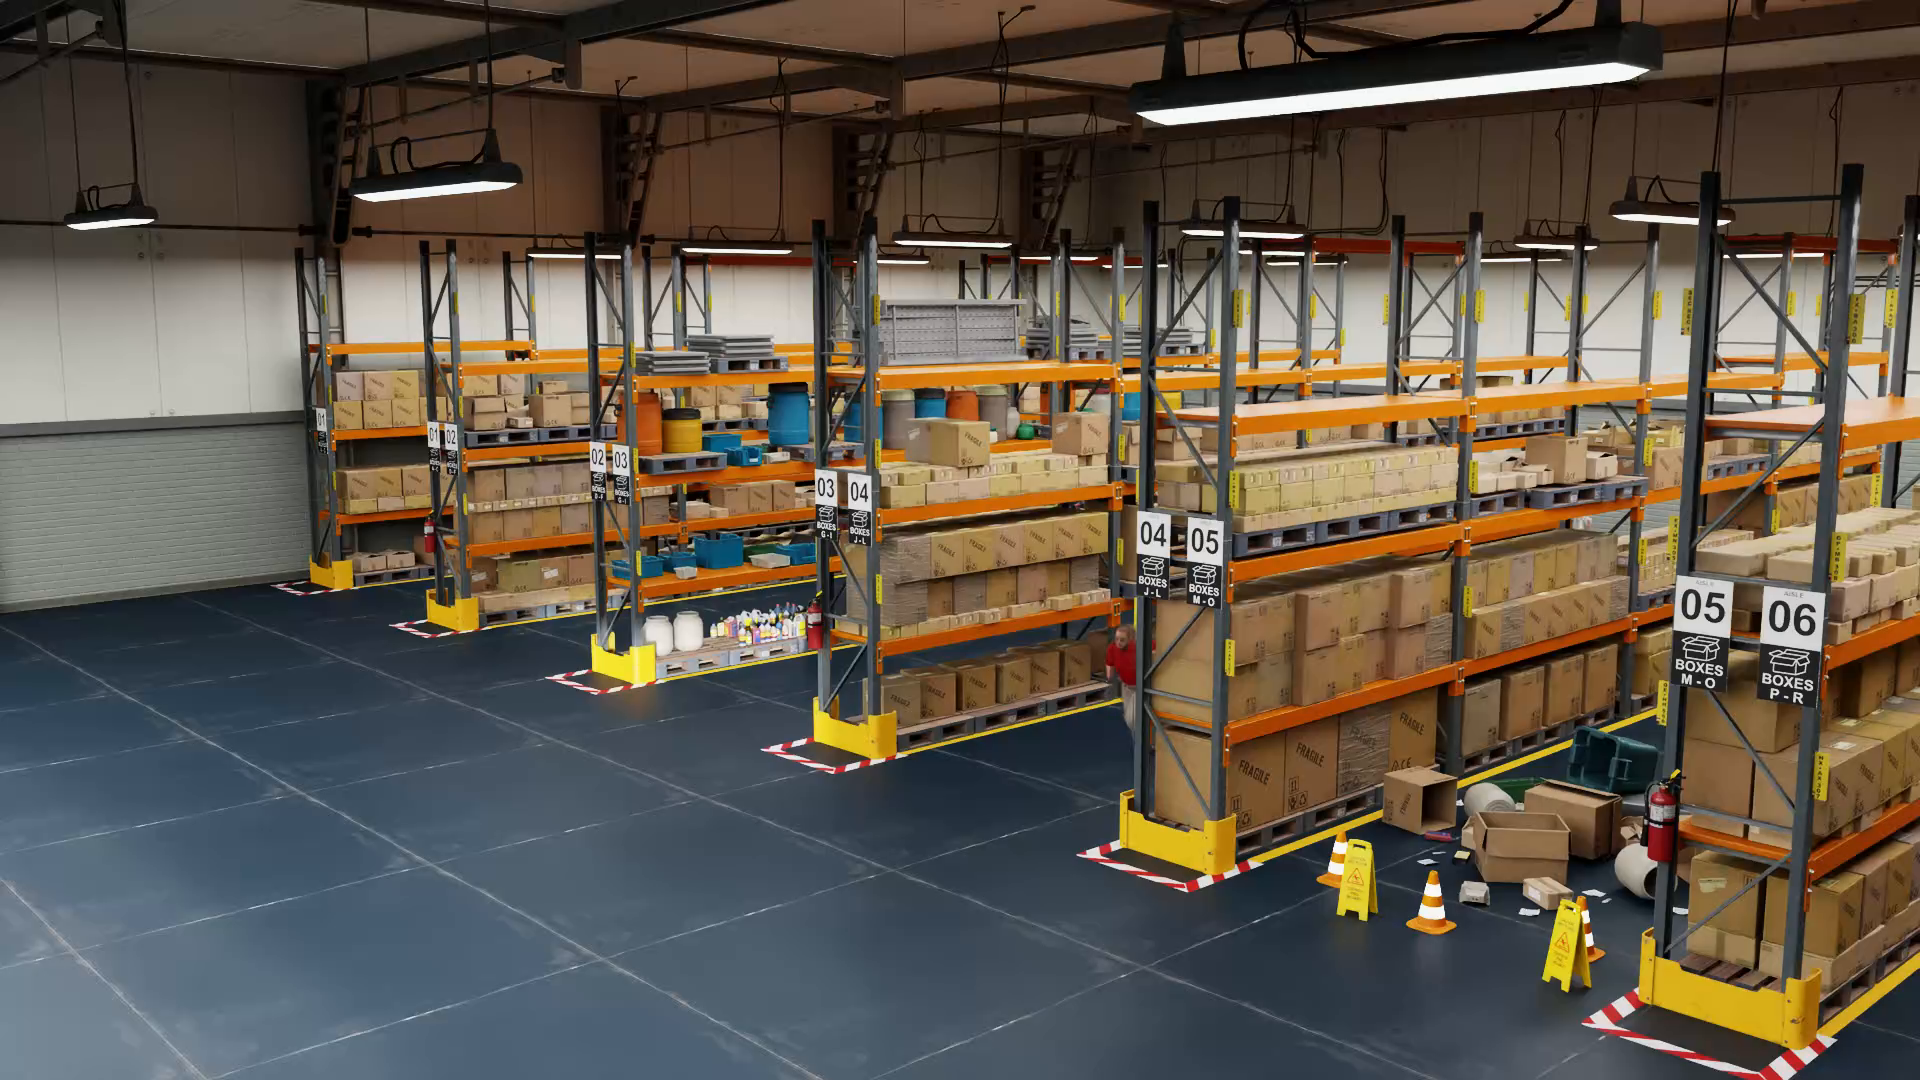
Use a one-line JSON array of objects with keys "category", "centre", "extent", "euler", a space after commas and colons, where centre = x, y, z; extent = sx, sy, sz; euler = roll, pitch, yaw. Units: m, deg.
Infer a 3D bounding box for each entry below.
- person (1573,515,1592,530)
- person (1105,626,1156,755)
[{"category": "person", "centre": [11.303, -0.196, 30.767], "extent": [0.732, 1.751, 0.634], "euler": [-3, 9, -17]}, {"category": "person", "centre": [1.979, 1.702, 18.475], "extent": [0.701, 1.603, 0.982], "euler": [6, 10, 36]}]
